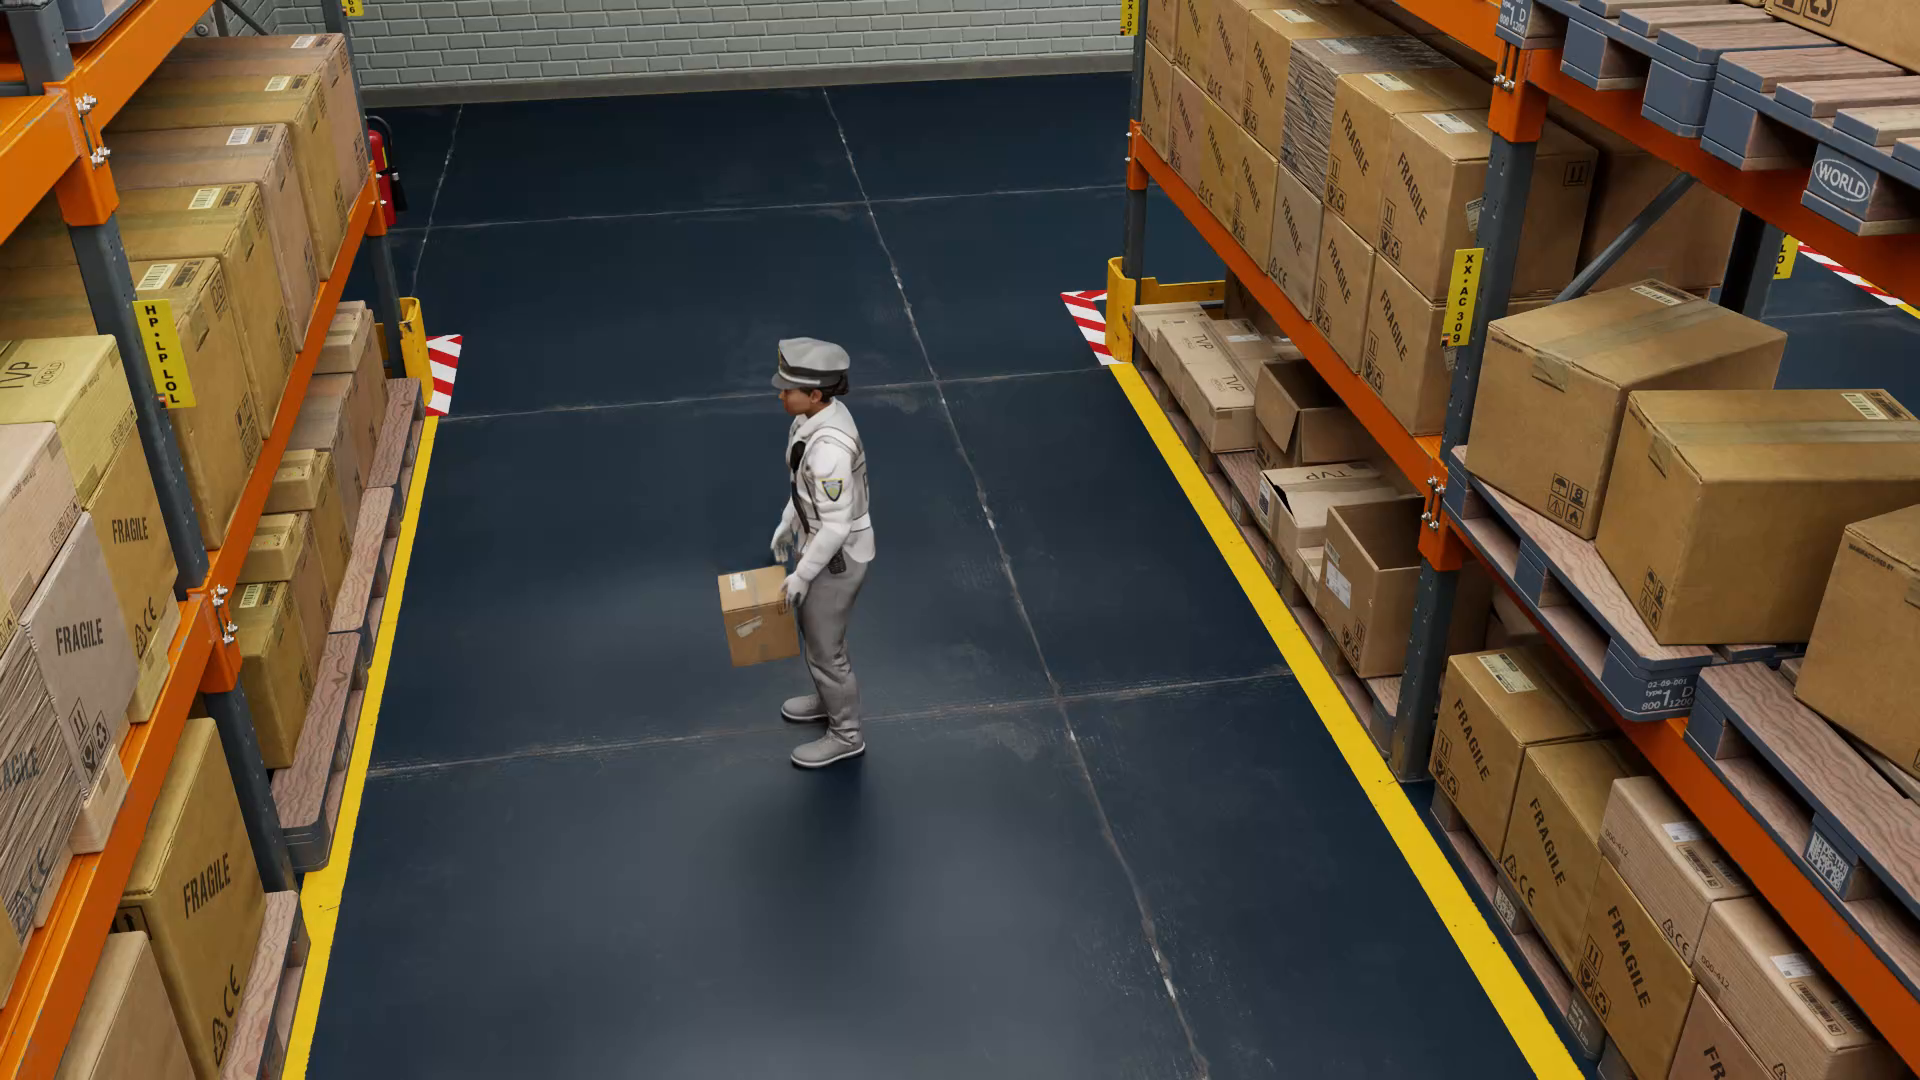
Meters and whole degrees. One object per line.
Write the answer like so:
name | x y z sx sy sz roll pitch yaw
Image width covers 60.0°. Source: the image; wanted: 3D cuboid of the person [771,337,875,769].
person | -0.493 0.051 6.030 0.360 1.677 0.505 -6 31 -10
